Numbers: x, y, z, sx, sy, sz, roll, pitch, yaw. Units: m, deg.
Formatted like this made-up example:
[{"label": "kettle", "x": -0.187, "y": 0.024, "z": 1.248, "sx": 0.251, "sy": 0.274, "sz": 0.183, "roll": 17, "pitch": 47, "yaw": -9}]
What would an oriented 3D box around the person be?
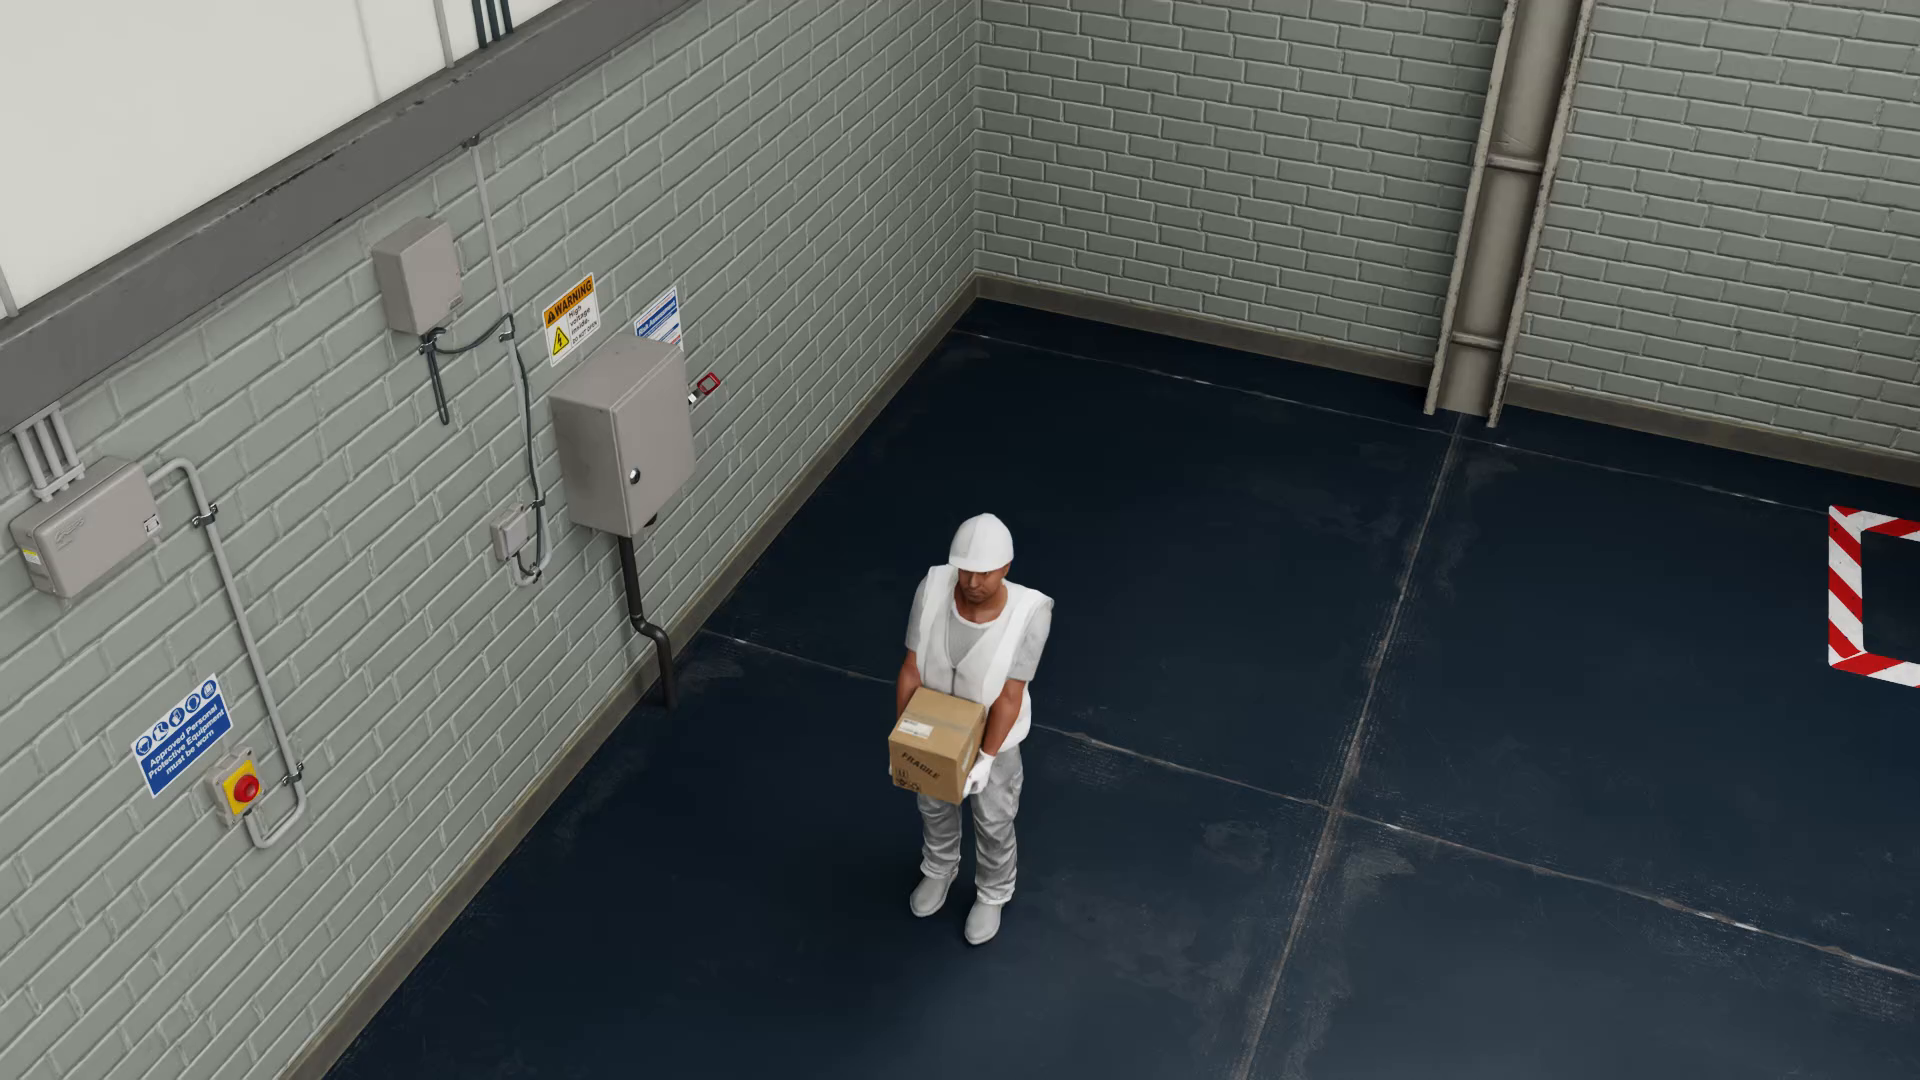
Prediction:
[{"label": "person", "x": 0.013, "y": 0.722, "z": 5.854, "sx": 0.488, "sy": 1.780, "sz": 0.567, "roll": 15, "pitch": 40, "yaw": 18}]
